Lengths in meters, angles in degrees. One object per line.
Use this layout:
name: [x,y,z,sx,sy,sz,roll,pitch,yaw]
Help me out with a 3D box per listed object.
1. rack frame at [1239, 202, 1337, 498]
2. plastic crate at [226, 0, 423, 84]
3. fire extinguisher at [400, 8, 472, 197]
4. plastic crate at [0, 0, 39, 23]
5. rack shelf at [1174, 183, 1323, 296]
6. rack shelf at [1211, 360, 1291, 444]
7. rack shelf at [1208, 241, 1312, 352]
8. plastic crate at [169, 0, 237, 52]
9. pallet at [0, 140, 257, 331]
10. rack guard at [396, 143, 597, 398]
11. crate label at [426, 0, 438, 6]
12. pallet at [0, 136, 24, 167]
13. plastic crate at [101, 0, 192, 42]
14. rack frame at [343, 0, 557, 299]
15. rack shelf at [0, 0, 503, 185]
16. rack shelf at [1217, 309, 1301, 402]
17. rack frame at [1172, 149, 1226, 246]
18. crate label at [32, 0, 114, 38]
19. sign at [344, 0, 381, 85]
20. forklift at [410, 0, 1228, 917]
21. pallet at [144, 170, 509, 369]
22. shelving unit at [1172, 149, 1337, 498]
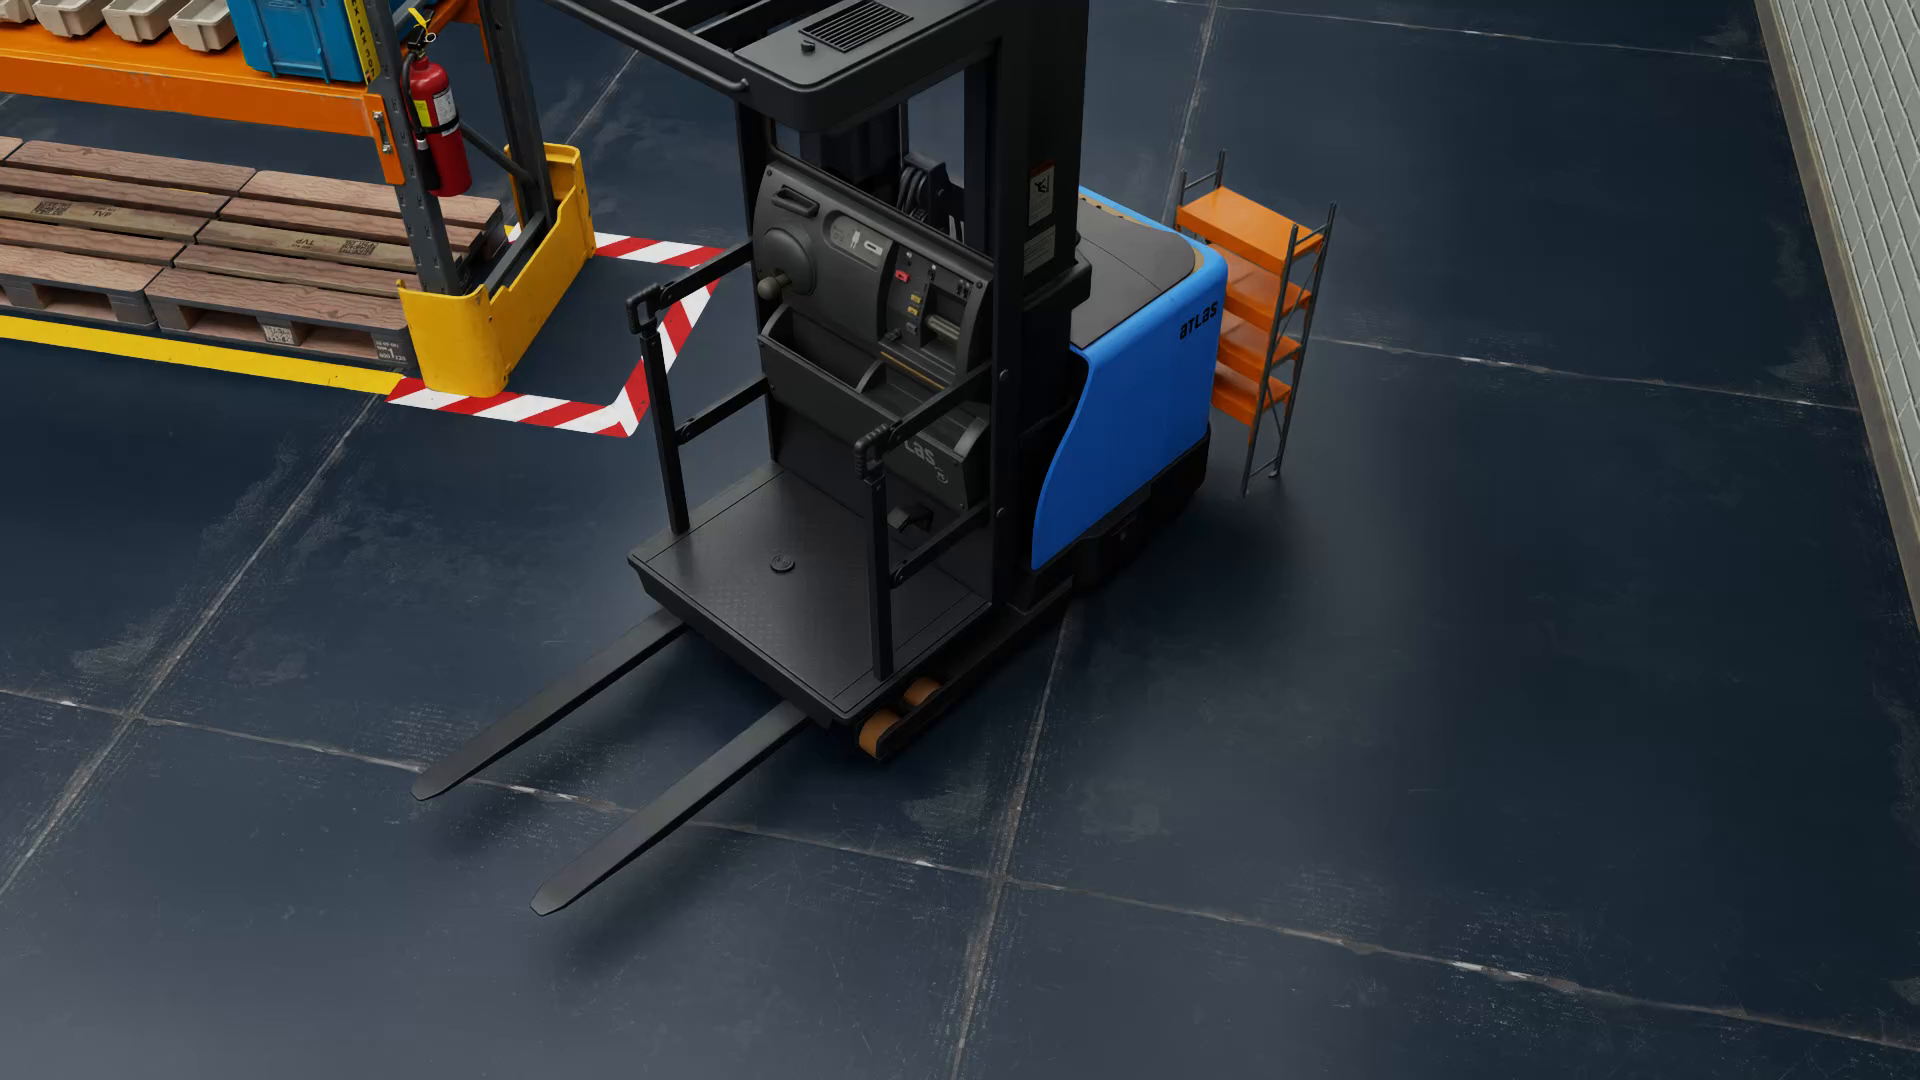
rack frame: [1.187,-0.663,6.064,0.240,1.200,0.015,-32,52,-33]
plastic crate: [-2.344,-2.032,6.129,0.499,0.435,0.616,9,45,9]
fire extinguisher: [-1.929,-1.581,6.054,0.183,0.674,0.296,9,45,9]
plastic crate: [-3.662,-2.112,6.429,0.250,0.136,0.298,9,45,9]
rack shelf: [1.030,-1.077,5.928,0.258,0.148,0.480,-32,52,-33]
rack shelf: [1.005,-0.586,6.366,0.258,0.148,0.480,-32,52,-33]
rack shelf: [1.021,-0.900,6.085,0.258,0.148,0.480,-32,52,-33]
plastic crate: [-2.812,-2.001,6.313,0.243,0.136,0.396,9,45,9]
pallet: [-3.960,-1.406,7.558,1.213,0.211,1.003,9,45,9]
rack guard: [-1.950,-1.178,7.113,0.348,0.500,1.175,9,45,9]
crate label: [-2.146,-2.295,6.549,0.303,0.233,0.416,9,45,9]
pallet: [-5.154,-1.589,7.749,1.213,0.211,1.003,9,45,9]
plastic crate: [-3.092,-2.054,6.368,0.243,0.136,0.396,9,45,9]
rack frame: [-1.977,-2.073,6.241,0.127,3.000,1.000,9,45,9]
rack shelf: [-3.928,-2.117,6.805,4.000,0.370,1.077,9,45,9]
rack shelf: [1.013,-0.734,6.234,0.258,0.148,0.480,-32,52,-33]
rack frame: [0.844,-0.904,6.314,0.240,1.200,0.015,-32,52,-33]
crate label: [-3.369,-2.080,6.395,0.243,0.136,0.396,9,45,9]
sign: [-2.081,-1.757,5.795,0.005,0.325,0.100,9,45,9]
forklift: [-0.427,-0.736,4.901,1.130,2.935,3.031,33,53,29]
pallet: [-2.773,-1.220,7.365,1.213,0.211,1.003,9,45,9]
shelving unit: [1.015,-0.784,6.189,0.258,1.200,0.503,-32,52,-33]
